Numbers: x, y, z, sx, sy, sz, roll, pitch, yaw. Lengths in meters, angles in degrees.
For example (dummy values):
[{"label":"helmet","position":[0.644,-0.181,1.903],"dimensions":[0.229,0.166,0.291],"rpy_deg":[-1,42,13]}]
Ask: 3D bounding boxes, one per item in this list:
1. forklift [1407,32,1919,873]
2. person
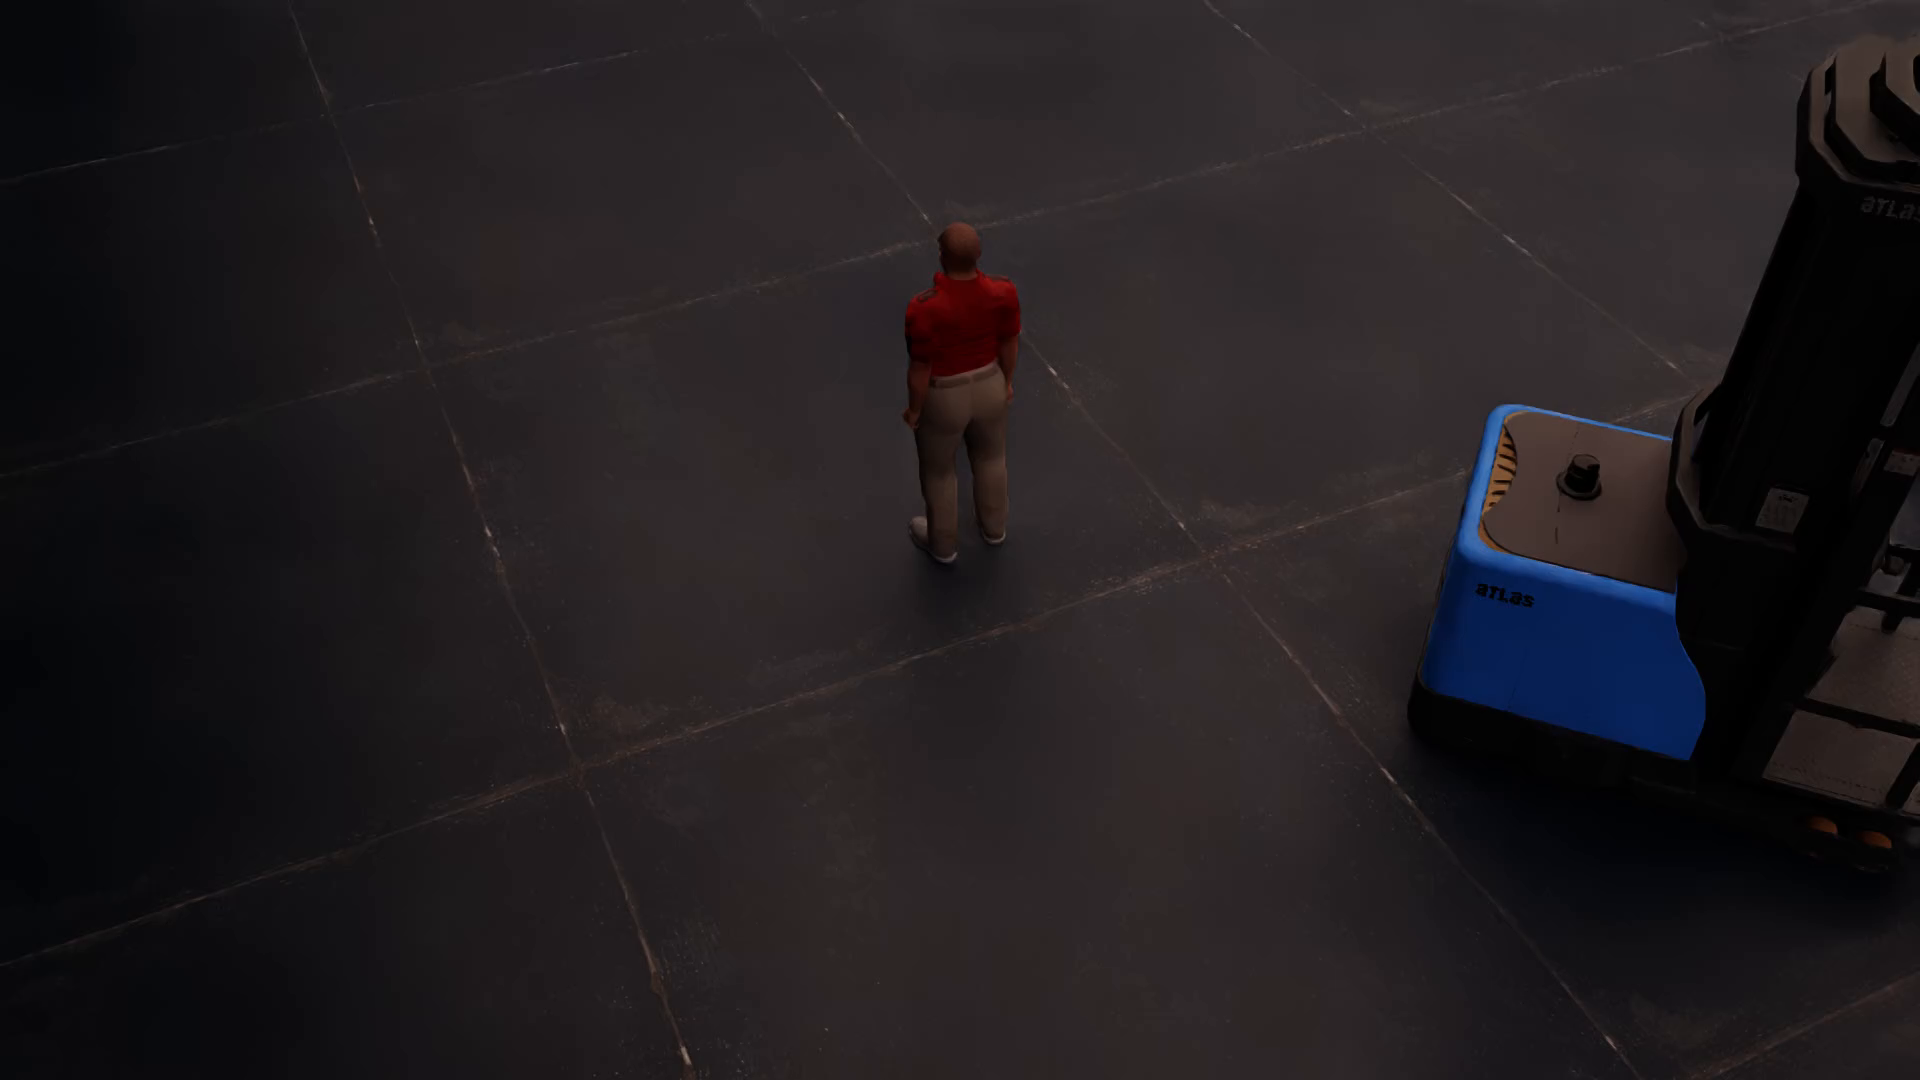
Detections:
[{"label":"forklift","position":[3.435,-0.200,5.895],"dimensions":[3.031,2.935,1.130],"rpy_deg":[15,45,15]},{"label":"person","position":[-0.011,-0.647,7.256],"dimensions":[0.523,1.730,0.365],"rpy_deg":[-18,46,-18]}]
